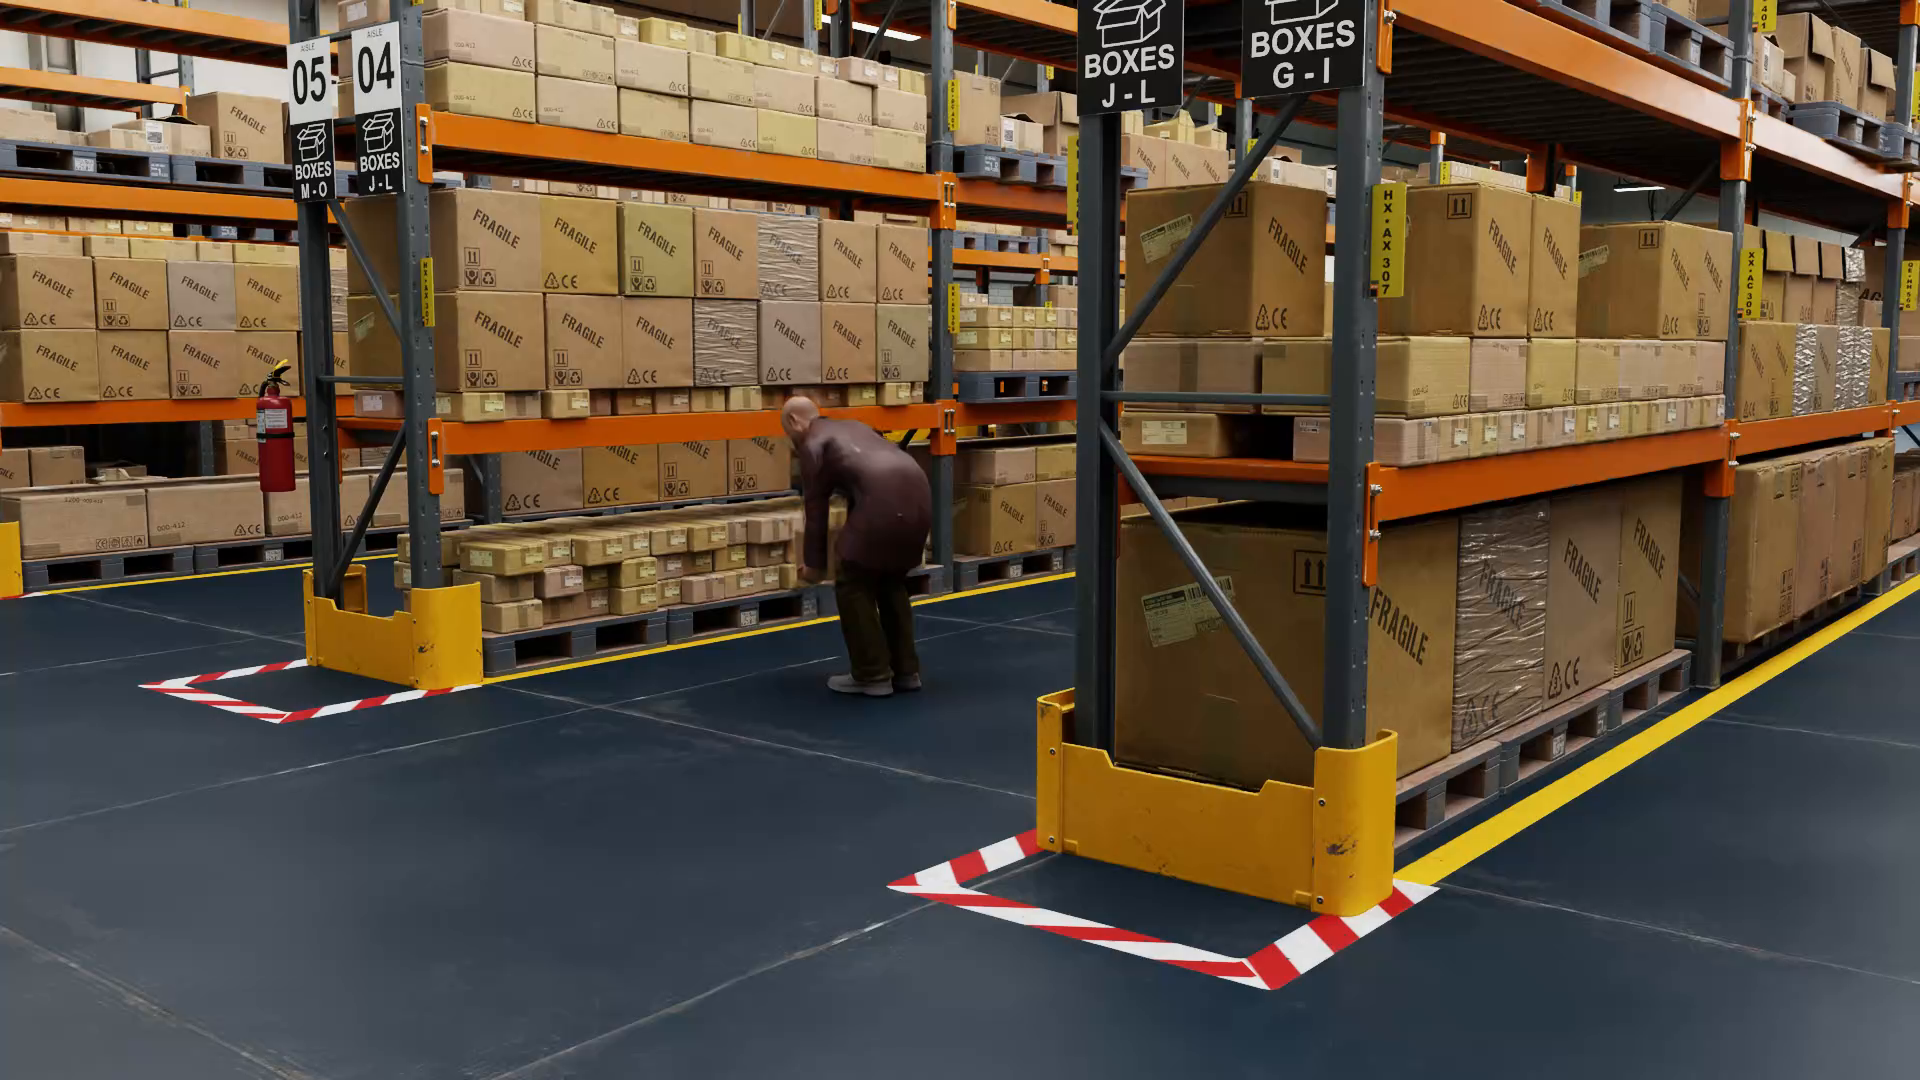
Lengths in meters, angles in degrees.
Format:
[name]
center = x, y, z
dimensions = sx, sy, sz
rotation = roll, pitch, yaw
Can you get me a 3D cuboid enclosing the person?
[person]
center = -0.527, 0.016, 8.174
dimensions = 0.859, 1.435, 0.541
rotation = 5, 8, 37
